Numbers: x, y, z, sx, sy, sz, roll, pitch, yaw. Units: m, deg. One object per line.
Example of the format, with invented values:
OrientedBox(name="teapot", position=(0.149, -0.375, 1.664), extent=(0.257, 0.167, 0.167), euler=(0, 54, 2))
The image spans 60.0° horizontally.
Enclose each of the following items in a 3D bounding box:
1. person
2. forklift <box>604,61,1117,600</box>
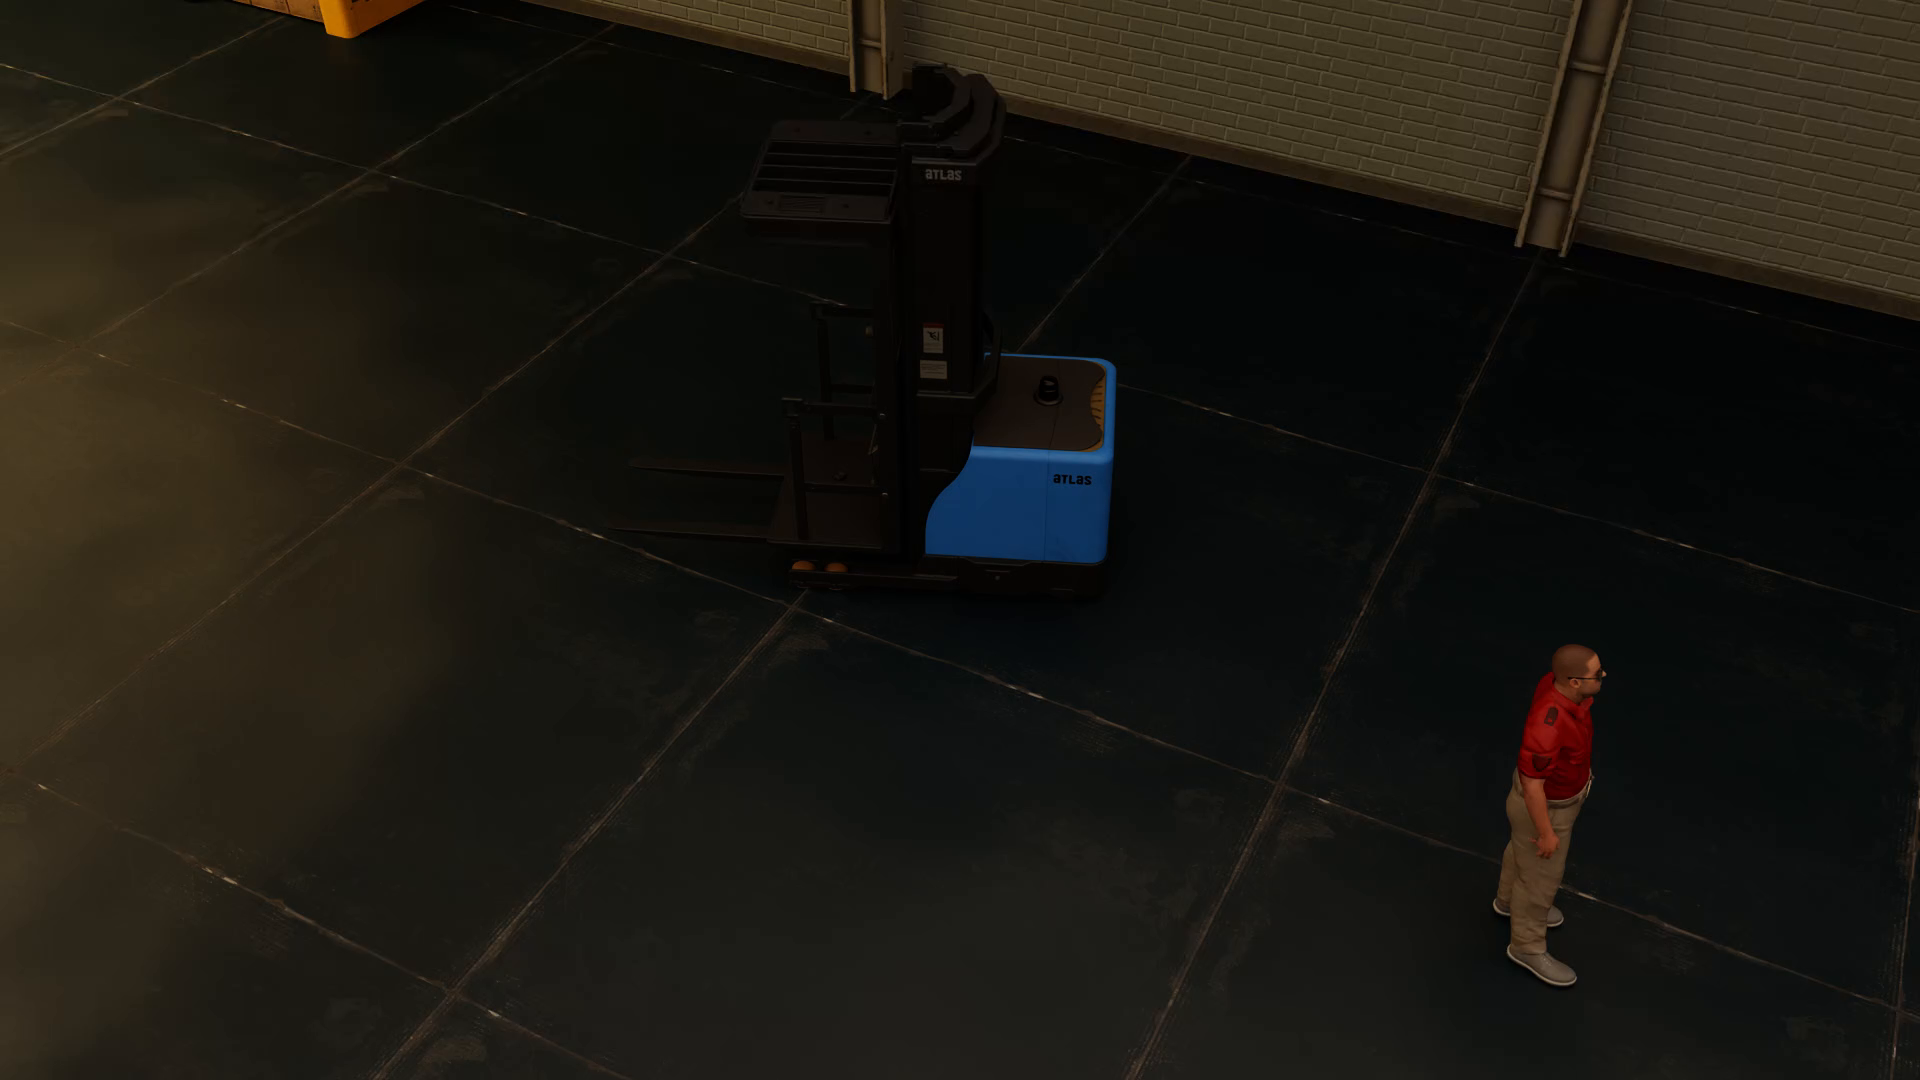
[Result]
OrientedBox(name="person", position=(2.733, 1.190, 7.495), extent=(0.550, 1.728, 0.642), euler=(16, 43, 18))
OrientedBox(name="forklift", position=(-0.606, -1.157, 9.360), extent=(3.031, 2.935, 1.130), euler=(3, 40, 4))
